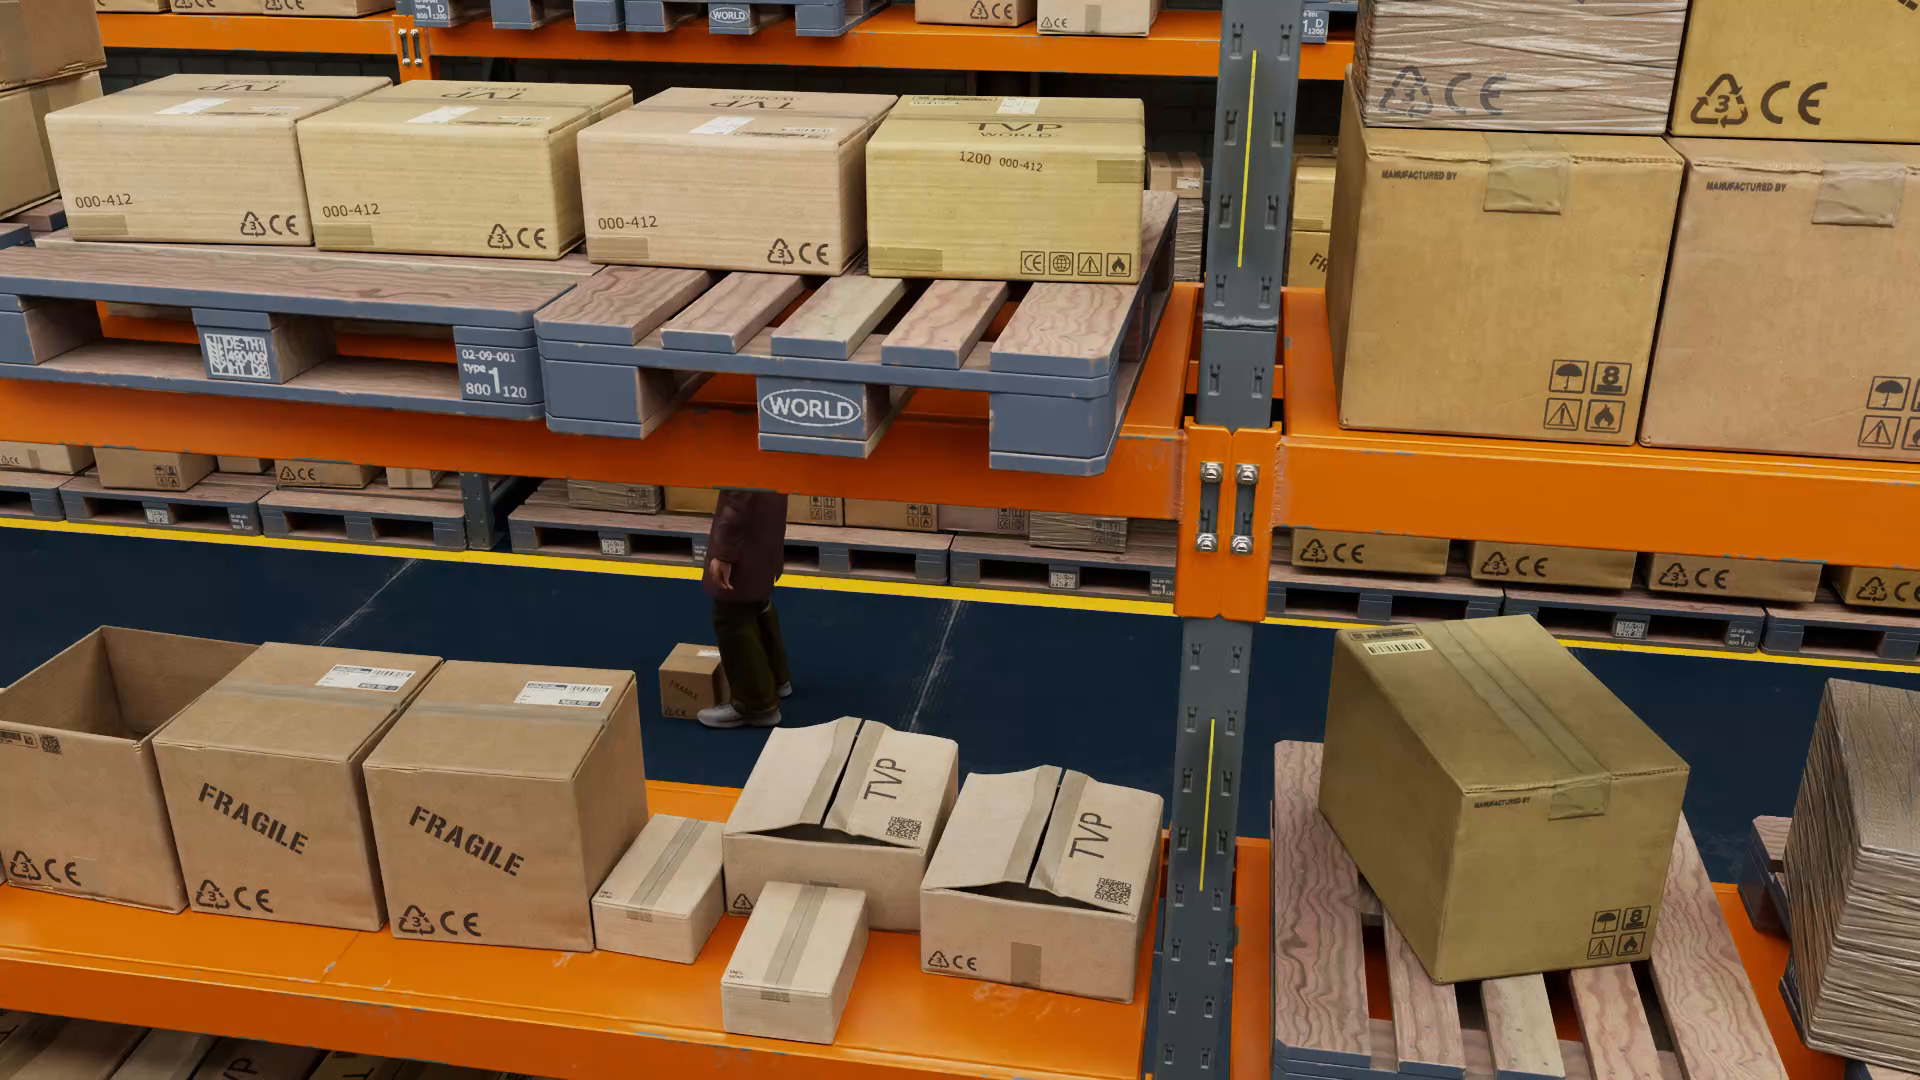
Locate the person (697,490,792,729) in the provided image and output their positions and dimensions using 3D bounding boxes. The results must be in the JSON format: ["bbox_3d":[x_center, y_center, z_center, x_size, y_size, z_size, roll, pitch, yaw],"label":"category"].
[{"bbox_3d":[-0.951,-0.028,7.185,0.428,1.773,0.651,2,25,5],"label":"person"}]
